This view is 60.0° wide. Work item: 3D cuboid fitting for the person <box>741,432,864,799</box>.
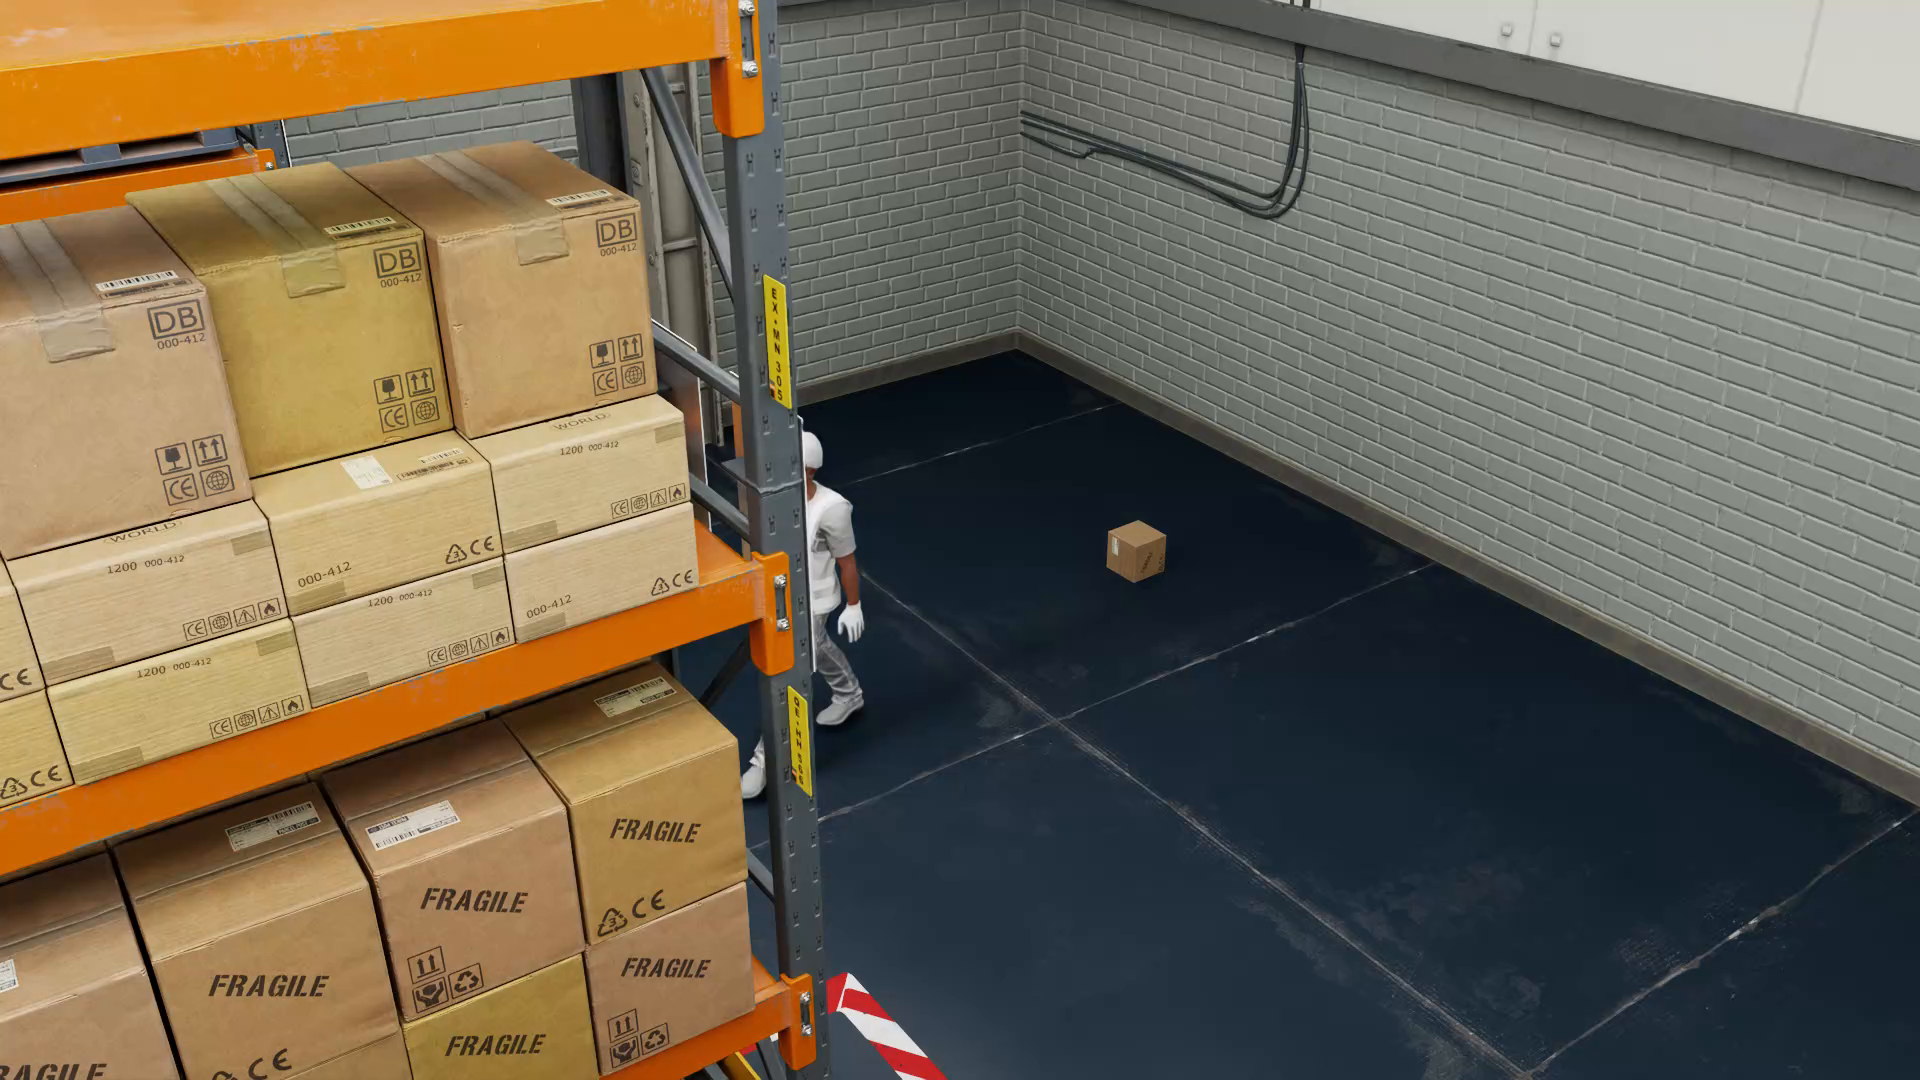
[{"bbox_3d":[-0.846,0.300,8.028,0.597,1.728,1.012,25,37,38],"label":"person"}]
